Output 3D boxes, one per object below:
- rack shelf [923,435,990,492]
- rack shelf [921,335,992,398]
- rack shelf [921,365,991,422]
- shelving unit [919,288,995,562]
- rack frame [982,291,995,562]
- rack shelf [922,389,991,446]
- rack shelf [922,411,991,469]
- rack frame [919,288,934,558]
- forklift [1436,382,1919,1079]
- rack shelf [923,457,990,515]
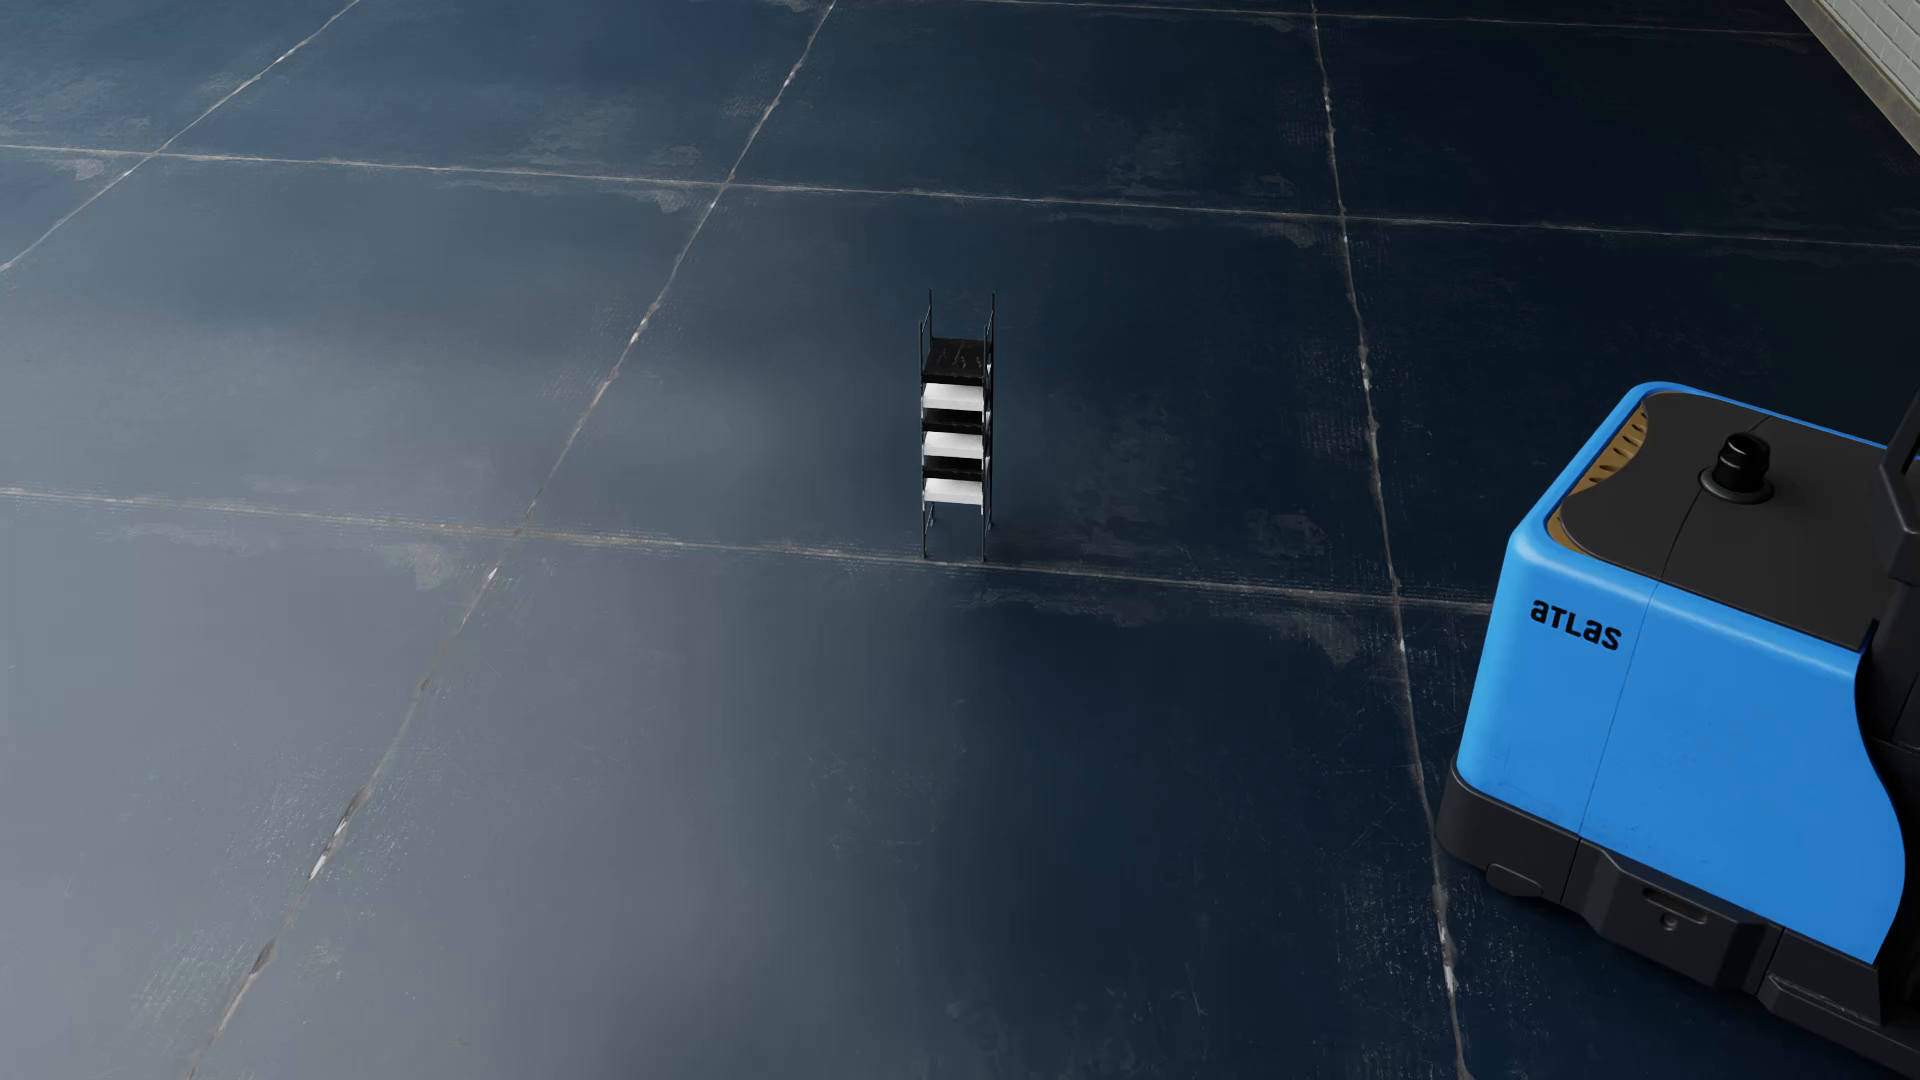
[{"bbox_3d":[-0.008,-0.267,5.561,0.200,0.077,0.258,4,36,6],"label":"rack shelf"},{"bbox_3d":[-0.008,-0.560,5.352,0.200,0.077,0.258,4,36,6],"label":"rack shelf"},{"bbox_3d":[-0.008,-0.486,5.404,0.200,0.077,0.258,4,36,6],"label":"rack shelf"},{"bbox_3d":[-0.008,-0.367,5.489,0.210,0.900,0.258,4,36,6],"label":"shelving unit"},{"bbox_3d":[0.093,-0.359,5.479,0.006,0.900,0.240,4,36,6],"label":"rack frame"},{"bbox_3d":[-0.008,-0.413,5.457,0.200,0.077,0.258,4,36,6],"label":"rack shelf"},{"bbox_3d":[-0.008,-0.340,5.509,0.200,0.077,0.258,4,36,6],"label":"rack shelf"},{"bbox_3d":[-0.109,-0.374,5.500,0.006,0.900,0.240,4,36,6],"label":"rack frame"},{"bbox_3d":[2.775,-0.038,3.281,3.031,2.935,1.130,23,42,29],"label":"forklift"},{"bbox_3d":[-0.008,-0.193,5.613,0.200,0.077,0.258,4,36,6],"label":"rack shelf"}]
